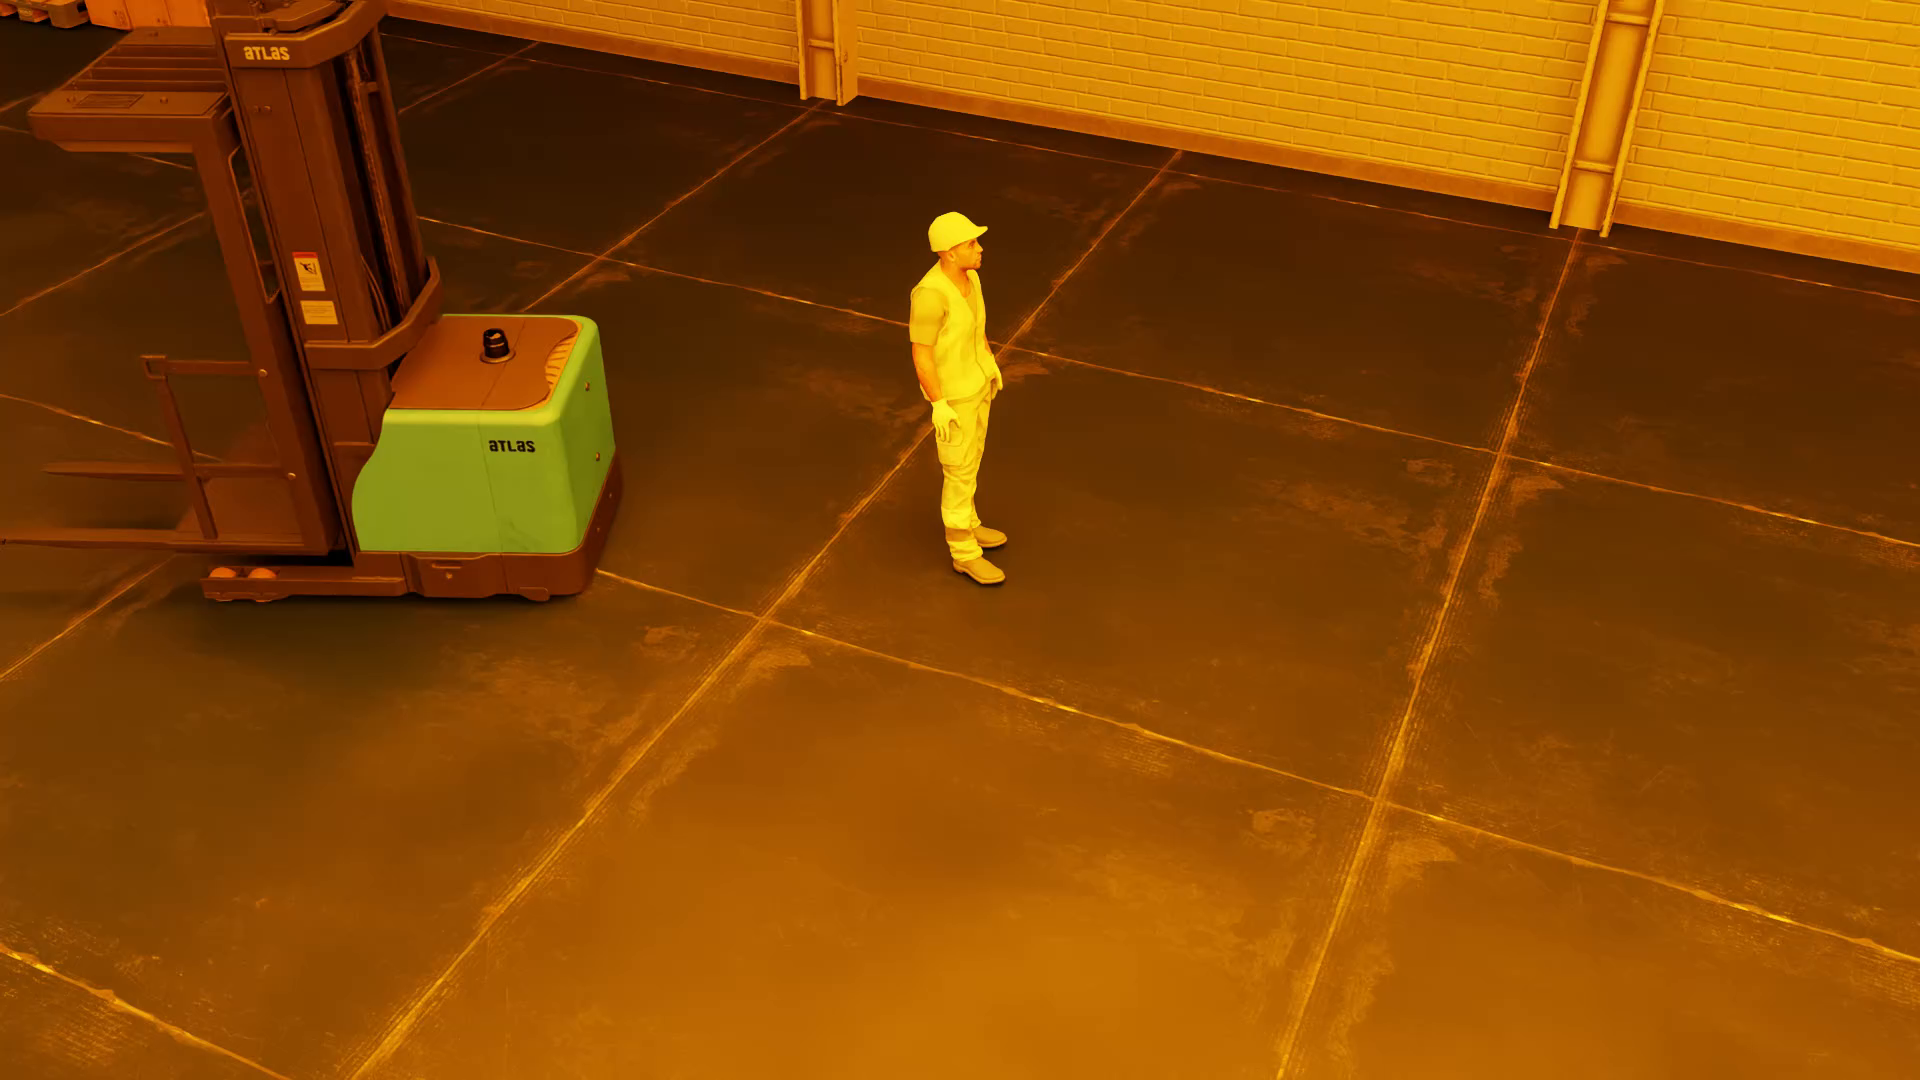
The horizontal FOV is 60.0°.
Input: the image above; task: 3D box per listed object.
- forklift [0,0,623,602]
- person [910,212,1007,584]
[{"bbox_3d":[-3.324,-1.193,7.759,3.031,2.935,1.130,1,36,1],"label":"forklift"},{"bbox_3d":[0.067,-0.709,8.050,0.564,1.787,0.637,15,38,20],"label":"person"}]
